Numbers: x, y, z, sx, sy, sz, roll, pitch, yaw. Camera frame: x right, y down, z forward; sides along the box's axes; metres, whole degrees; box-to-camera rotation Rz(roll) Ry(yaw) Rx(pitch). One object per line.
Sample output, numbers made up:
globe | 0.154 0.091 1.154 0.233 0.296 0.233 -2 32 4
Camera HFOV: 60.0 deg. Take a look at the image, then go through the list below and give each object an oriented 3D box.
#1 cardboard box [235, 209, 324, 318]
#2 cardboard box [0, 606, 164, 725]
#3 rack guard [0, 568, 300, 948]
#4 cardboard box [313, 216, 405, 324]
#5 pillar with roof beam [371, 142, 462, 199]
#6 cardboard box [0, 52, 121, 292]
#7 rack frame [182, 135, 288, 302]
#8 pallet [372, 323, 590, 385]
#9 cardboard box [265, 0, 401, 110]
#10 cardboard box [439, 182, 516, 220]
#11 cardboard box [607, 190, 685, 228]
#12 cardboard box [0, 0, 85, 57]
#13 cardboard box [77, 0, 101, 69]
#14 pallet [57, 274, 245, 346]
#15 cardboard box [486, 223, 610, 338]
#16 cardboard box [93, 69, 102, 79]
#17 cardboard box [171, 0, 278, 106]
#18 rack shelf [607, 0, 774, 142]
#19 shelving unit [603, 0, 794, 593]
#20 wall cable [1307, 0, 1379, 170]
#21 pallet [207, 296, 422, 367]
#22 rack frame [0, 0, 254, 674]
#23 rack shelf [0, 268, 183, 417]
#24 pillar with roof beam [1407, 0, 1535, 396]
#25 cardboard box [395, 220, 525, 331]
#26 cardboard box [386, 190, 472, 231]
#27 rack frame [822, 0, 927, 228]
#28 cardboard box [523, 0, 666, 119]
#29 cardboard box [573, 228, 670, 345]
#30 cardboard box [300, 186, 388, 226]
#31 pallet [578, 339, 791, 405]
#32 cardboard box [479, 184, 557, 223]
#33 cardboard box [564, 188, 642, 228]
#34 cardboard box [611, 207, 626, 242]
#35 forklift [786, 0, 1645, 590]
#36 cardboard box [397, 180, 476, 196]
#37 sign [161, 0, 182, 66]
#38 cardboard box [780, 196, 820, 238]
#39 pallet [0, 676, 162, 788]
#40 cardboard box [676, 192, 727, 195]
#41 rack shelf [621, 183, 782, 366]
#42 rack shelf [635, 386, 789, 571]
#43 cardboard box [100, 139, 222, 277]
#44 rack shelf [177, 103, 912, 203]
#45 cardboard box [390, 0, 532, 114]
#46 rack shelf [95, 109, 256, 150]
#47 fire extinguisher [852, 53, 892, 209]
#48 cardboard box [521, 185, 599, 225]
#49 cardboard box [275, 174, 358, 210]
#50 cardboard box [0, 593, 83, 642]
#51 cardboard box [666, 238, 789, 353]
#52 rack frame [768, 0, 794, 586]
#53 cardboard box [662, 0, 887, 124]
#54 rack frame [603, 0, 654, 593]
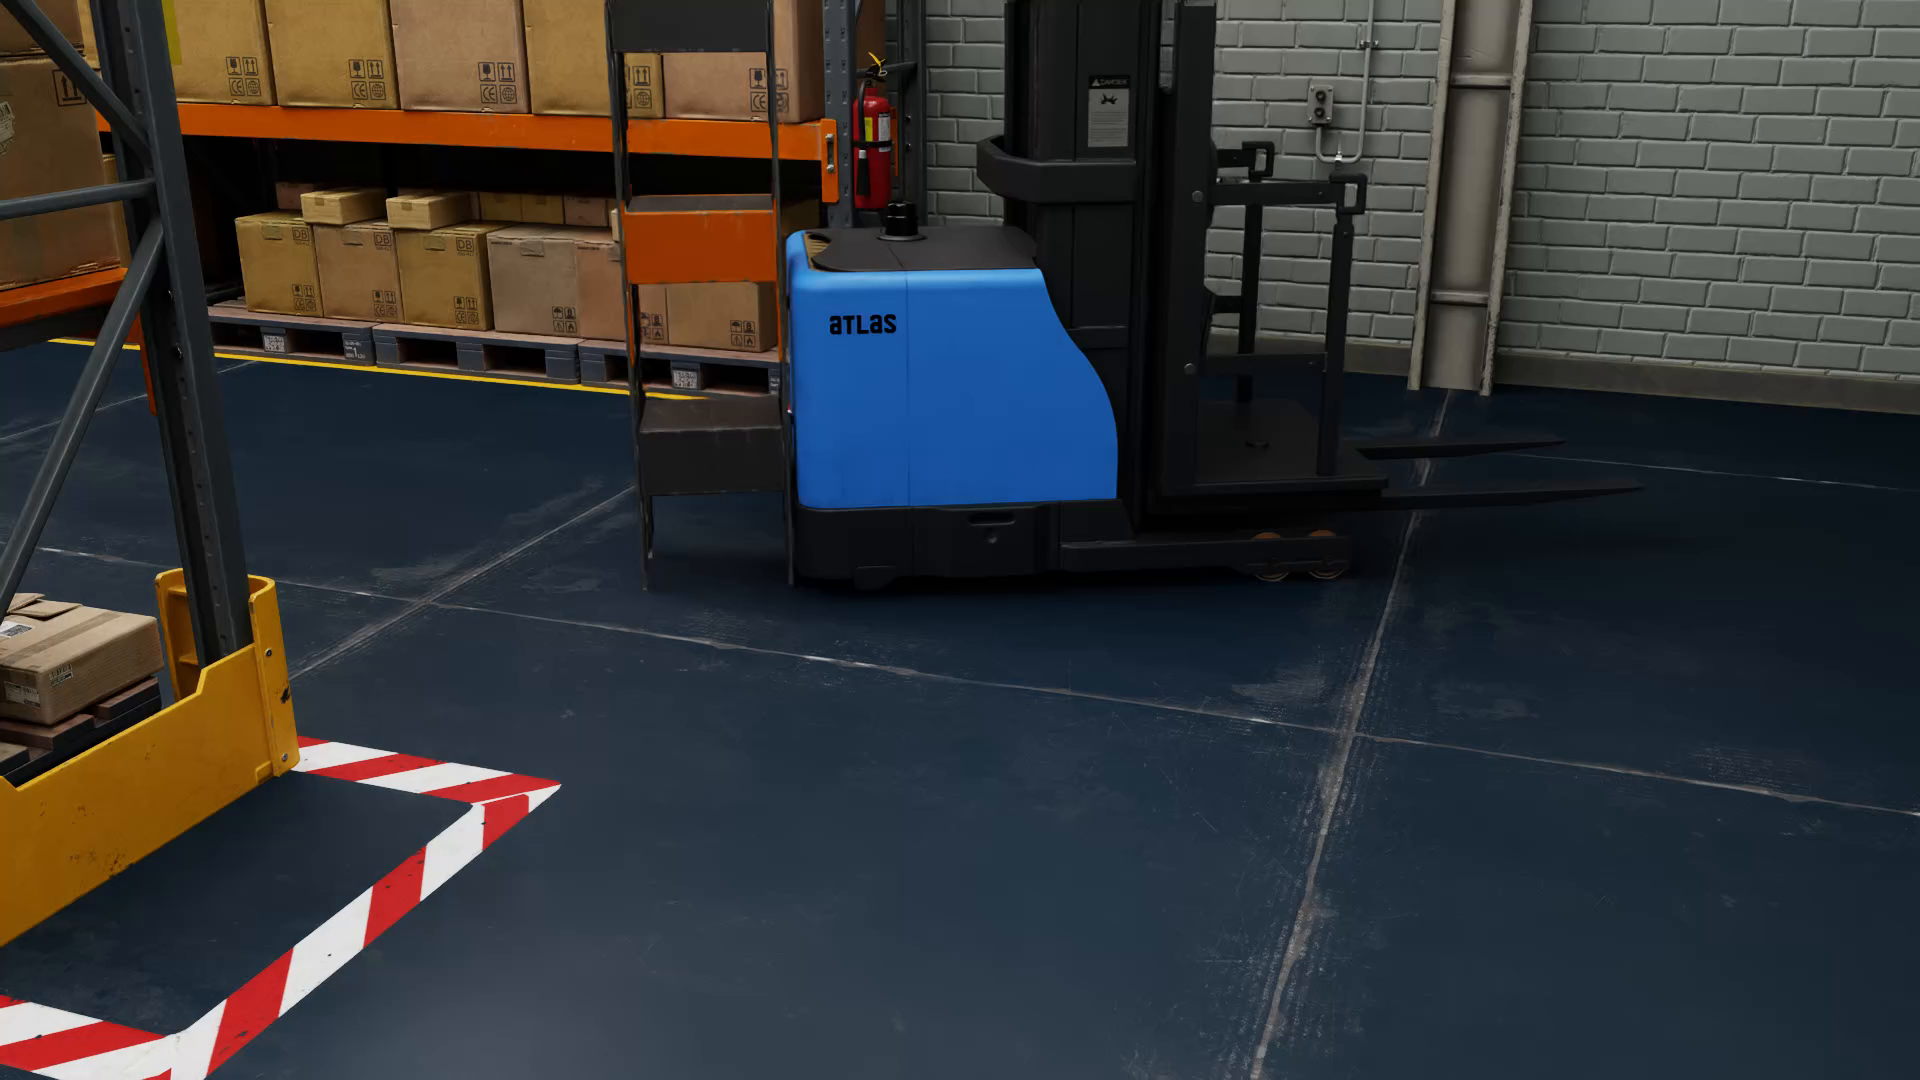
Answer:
cardboard box | -3.493 -1.547 9.118 0.500 0.500 0.700 7 20 19
cardboard box | -2.292 0.317 4.272 0.250 0.149 0.380 7 20 18
rack guard | -2.081 0.503 3.874 0.348 0.500 1.175 7 20 18
cardboard box | -3.020 -1.492 8.959 0.500 0.500 0.700 6 20 18
pillar with roof beam | -4.634 -4.330 4.826 0.400 9.000 9.100 7 20 18
cardboard box | -2.342 -0.846 3.795 0.500 0.500 0.500 7 20 19
rack frame | -4.166 -2.642 9.098 0.127 3.000 1.000 7 20 18
pallet | -2.317 -1.088 8.876 1.213 0.211 1.003 7 20 18
cardboard box | -2.971 -2.639 8.635 0.700 0.700 0.980 6 20 17
cardboard box | -2.579 -1.819 8.911 0.250 0.149 0.380 7 20 19
cardboard box | -1.613 -1.709 8.596 0.250 0.149 0.380 7 20 19
cardboard box | -2.342 -1.319 3.631 0.500 0.500 0.500 7 20 20
cardboard box | -4.685 -2.811 8.948 0.500 0.500 0.500 6 20 17
pallet | -4.920 -1.385 9.729 1.213 0.211 1.003 7 20 18
cardboard box | -2.029 -1.381 8.639 0.500 0.500 0.700 6 20 16
cardboard box | -4.578 -2.481 8.989 0.250 0.149 0.380 7 20 19
cardboard box | -3.659 -2.720 8.866 0.700 0.700 0.980 7 20 19
rack shelf | -0.837 -1.539 5.215 0.480 0.518 0.431 -2 19 -7
shelving unit | -0.837 -0.891 5.441 0.503 2.100 0.431 -2 19 -7
wall cable | 1.133 -2.845 8.139 1.851 1.984 0.084 7 20 18
pallet | -3.473 -1.219 9.252 1.213 0.211 1.003 7 20 18
rack frame | -2.010 -0.669 3.439 0.127 3.000 1.000 7 20 18
rack shelf | -3.899 -0.546 4.177 4.000 0.370 1.077 7 20 18
pillar with roof beam | 1.034 -3.682 2.966 0.400 9.000 9.100 7 20 18
cardboard box | -2.536 -1.436 8.798 0.500 0.500 0.700 7 20 19
cardboard box | -2.736 -1.704 8.580 0.250 0.149 0.380 6 20 17
rack frame | -0.387 -2.210 7.859 0.127 3.000 1.000 7 20 18
cardboard box | -1.563 -2.479 8.174 0.700 0.700 0.980 6 20 18
cardboard box | -1.554 -1.326 8.484 0.500 0.500 0.700 6 20 18
cardboard box | -3.230 -1.760 8.742 0.250 0.149 0.380 7 20 20
pallet | -1.168 -0.955 8.496 1.213 0.211 1.003 7 20 18
cardboard box | -2.335 -1.791 8.832 0.250 0.149 0.380 6 20 17
cardboard box | -1.853 -1.736 8.674 0.250 0.149 0.380 7 20 19
cardboard box | -1.504 -1.563 8.178 0.250 0.149 0.380 7 20 20
forklift | 0.909 -1.412 5.673 3.031 2.935 1.130 -2 19 -7
cardboard box | -2.817 -1.846 8.990 0.250 0.149 0.380 6 20 16
sign | -1.832 -1.247 3.781 0.005 0.325 0.100 7 20 18
cardboard box | -0.898 -1.627 8.362 0.250 0.149 0.380 7 20 18
pallet | -2.835 0.554 4.168 1.213 0.211 1.003 7 20 18
cardboard box | -1.377 -1.682 8.518 0.250 0.149 0.380 7 20 18
rack shelf | -0.837 -0.878 5.445 0.480 0.518 0.431 -2 19 -7
rack shelf | -0.837 -0.217 5.676 0.480 0.518 0.431 -2 19 -7
cardboard box | -4.823 -1.855 9.469 0.750 0.750 0.750 7 20 19
rack shelf | -2.277 -2.086 8.597 4.000 0.370 1.077 7 20 18
cardboard box | -2.281 -2.564 8.419 0.700 0.700 0.980 6 20 15
rack shelf | -6.055 -2.518 9.837 4.000 0.370 1.077 7 20 18
fire extinguisher | -0.396 -1.838 7.475 0.183 0.674 0.296 7 20 18
cardboard box | -2.096 -1.764 8.753 0.250 0.149 0.380 7 20 19
cardboard box | -3.565 -1.931 9.233 0.250 0.149 0.380 6 20 18
cardboard box | -2.528 0.282 4.347 0.250 0.166 0.380 7 20 18
cardboard box | -1.081 -1.272 8.329 0.500 0.500 0.700 7 20 18
rack frame | -0.594 -0.900 5.469 0.015 2.100 0.400 -2 19 -7
cardboard box | -0.872 -2.404 7.959 0.700 0.700 0.980 7 21 21
rack frame | -1.079 -0.881 5.413 0.015 2.100 0.400 -2 19 -7
